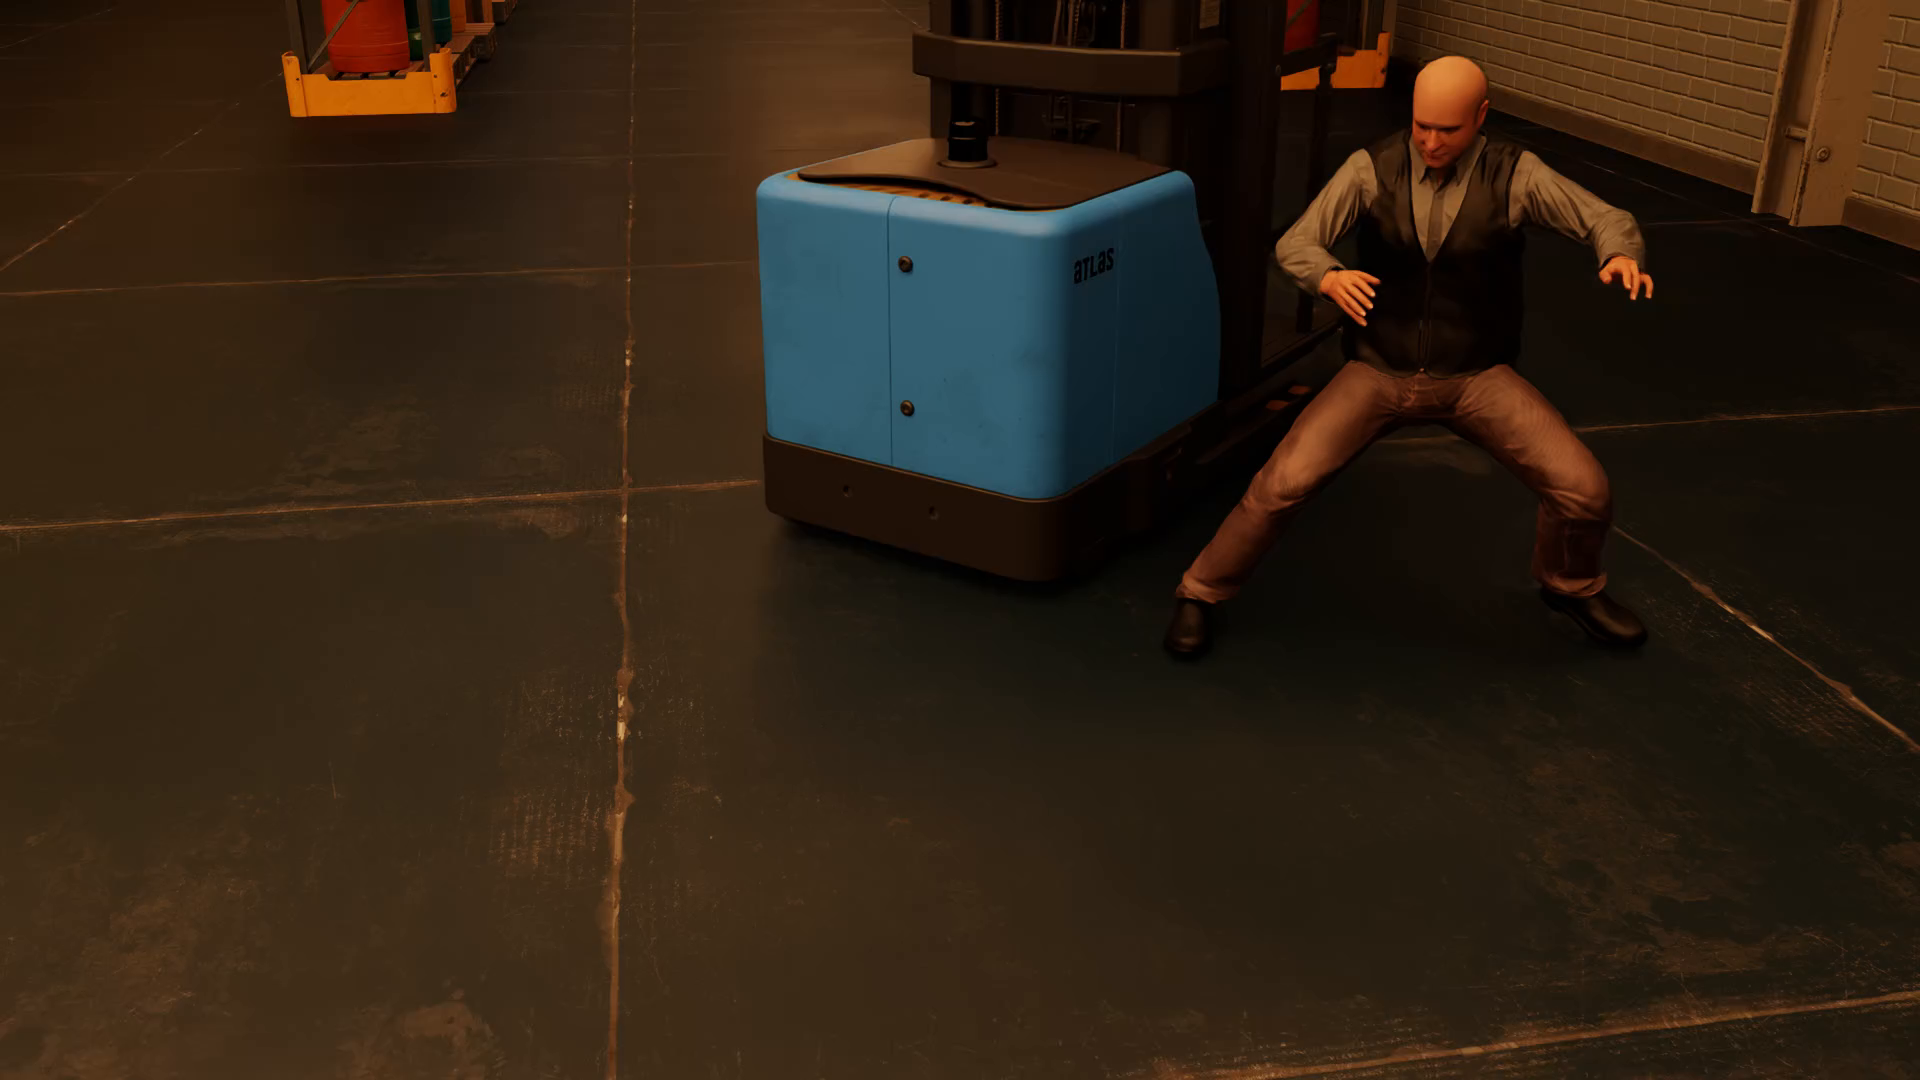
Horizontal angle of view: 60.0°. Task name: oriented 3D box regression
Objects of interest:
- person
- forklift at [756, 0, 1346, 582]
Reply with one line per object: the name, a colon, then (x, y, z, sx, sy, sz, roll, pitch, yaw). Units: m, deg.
person: (1.178, -0.421, 4.118, 1.199, 1.484, 0.678, 8, 25, 18)
forklift: (0.640, -1.761, 5.410, 1.130, 2.935, 3.031, 15, 27, 31)
